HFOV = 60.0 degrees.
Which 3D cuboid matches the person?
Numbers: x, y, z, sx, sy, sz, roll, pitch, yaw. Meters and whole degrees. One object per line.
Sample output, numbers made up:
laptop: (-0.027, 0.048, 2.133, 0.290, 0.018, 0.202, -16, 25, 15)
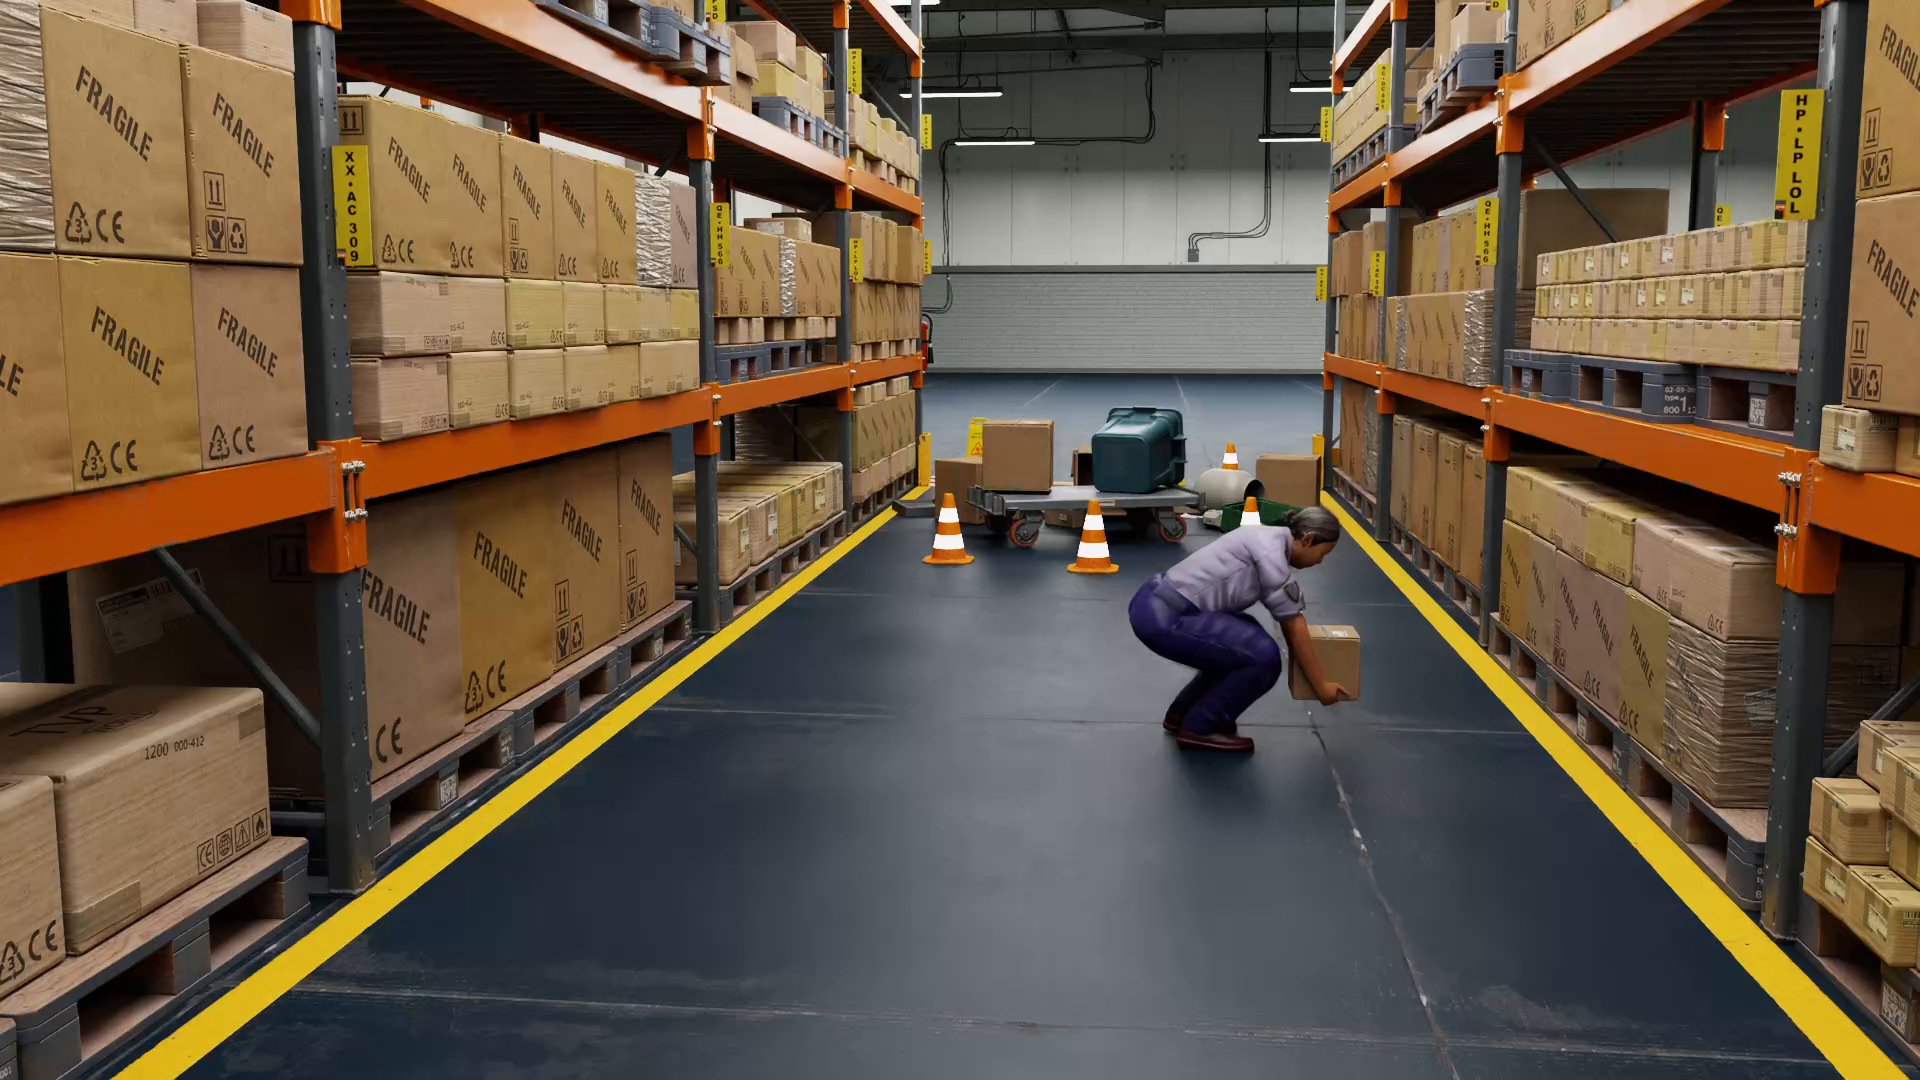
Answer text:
person: (1.091, 0.344, 6.547, 0.856, 0.929, 0.501, 1, 8, 5)
